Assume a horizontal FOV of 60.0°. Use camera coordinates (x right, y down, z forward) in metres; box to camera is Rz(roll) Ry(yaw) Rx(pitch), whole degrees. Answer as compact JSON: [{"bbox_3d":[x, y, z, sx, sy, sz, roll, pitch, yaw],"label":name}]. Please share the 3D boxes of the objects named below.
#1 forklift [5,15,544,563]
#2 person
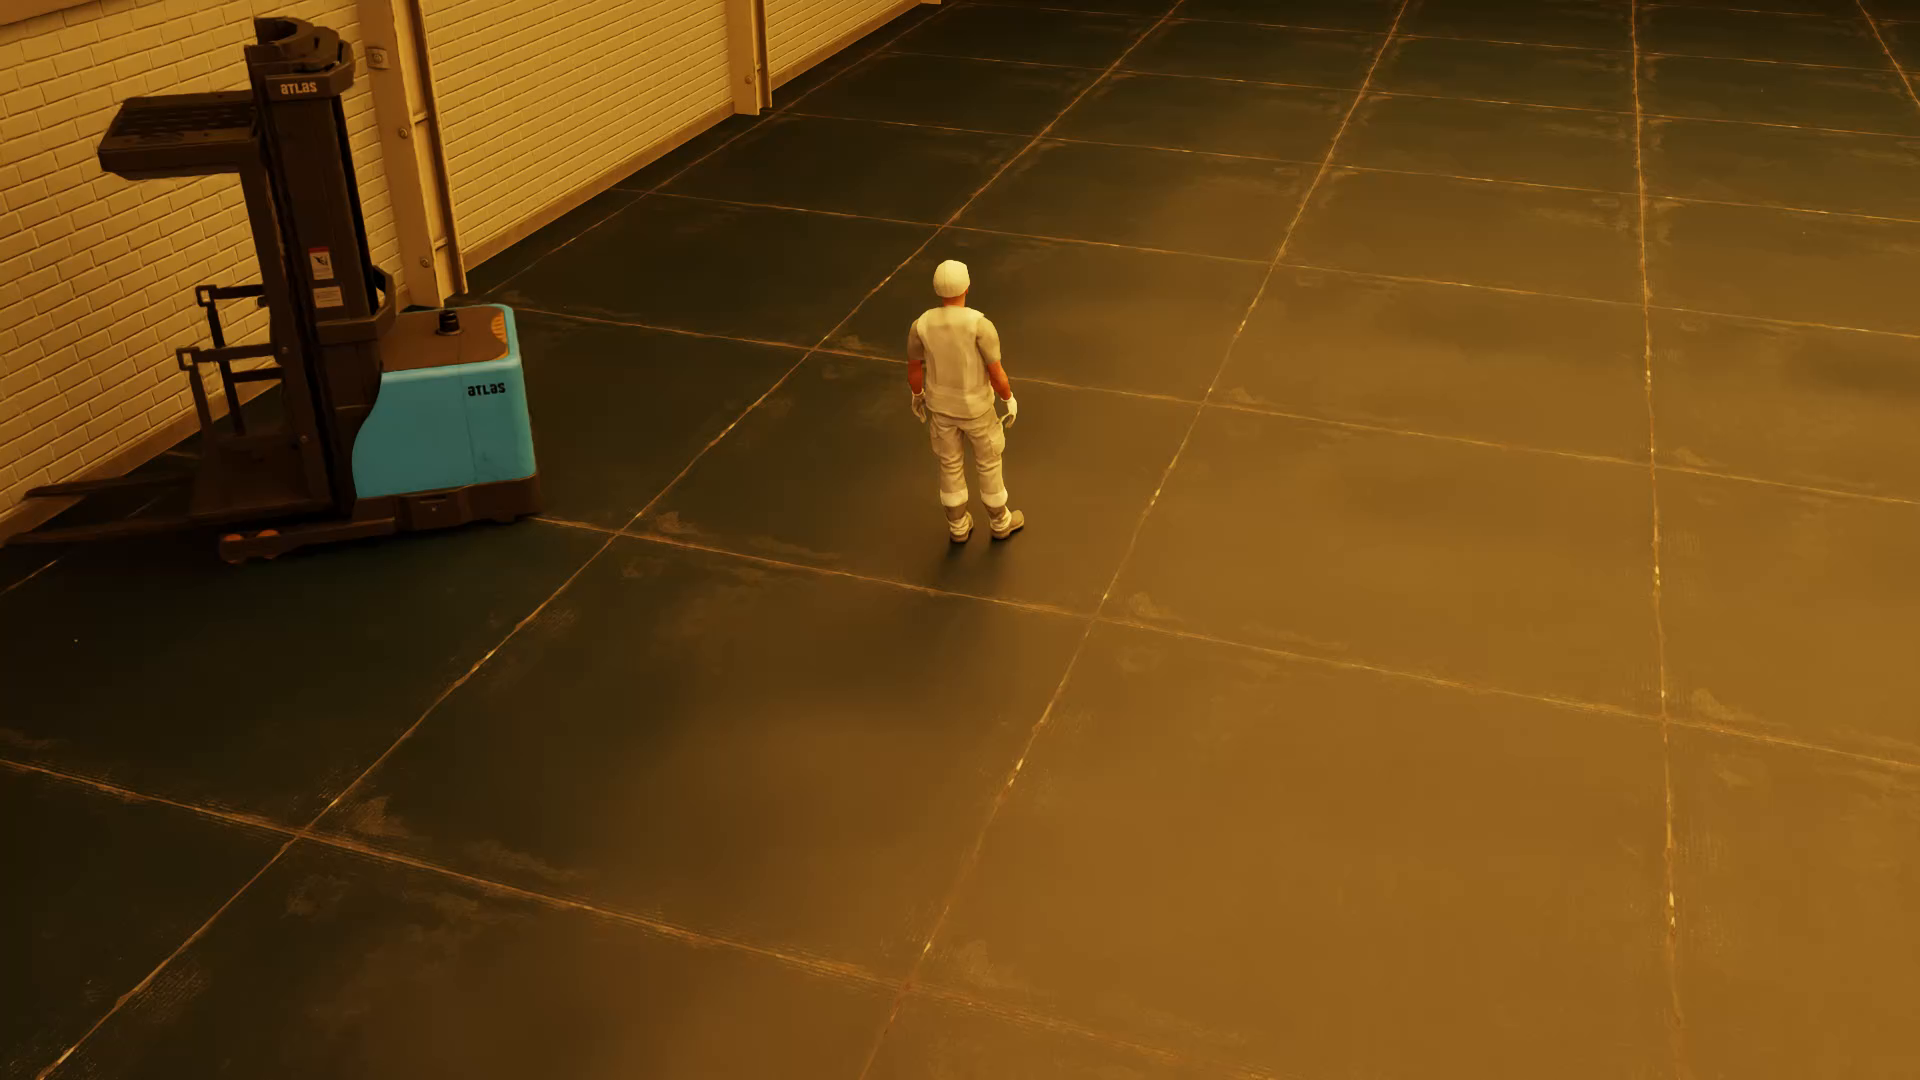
[{"bbox_3d":[-4.163,-1.428,9.641,3.031,2.935,1.130,-8,31,-14],"label":"forklift"},{"bbox_3d":[0.038,-0.819,9.711,0.637,1.787,0.564,10,31,16],"label":"person"}]
